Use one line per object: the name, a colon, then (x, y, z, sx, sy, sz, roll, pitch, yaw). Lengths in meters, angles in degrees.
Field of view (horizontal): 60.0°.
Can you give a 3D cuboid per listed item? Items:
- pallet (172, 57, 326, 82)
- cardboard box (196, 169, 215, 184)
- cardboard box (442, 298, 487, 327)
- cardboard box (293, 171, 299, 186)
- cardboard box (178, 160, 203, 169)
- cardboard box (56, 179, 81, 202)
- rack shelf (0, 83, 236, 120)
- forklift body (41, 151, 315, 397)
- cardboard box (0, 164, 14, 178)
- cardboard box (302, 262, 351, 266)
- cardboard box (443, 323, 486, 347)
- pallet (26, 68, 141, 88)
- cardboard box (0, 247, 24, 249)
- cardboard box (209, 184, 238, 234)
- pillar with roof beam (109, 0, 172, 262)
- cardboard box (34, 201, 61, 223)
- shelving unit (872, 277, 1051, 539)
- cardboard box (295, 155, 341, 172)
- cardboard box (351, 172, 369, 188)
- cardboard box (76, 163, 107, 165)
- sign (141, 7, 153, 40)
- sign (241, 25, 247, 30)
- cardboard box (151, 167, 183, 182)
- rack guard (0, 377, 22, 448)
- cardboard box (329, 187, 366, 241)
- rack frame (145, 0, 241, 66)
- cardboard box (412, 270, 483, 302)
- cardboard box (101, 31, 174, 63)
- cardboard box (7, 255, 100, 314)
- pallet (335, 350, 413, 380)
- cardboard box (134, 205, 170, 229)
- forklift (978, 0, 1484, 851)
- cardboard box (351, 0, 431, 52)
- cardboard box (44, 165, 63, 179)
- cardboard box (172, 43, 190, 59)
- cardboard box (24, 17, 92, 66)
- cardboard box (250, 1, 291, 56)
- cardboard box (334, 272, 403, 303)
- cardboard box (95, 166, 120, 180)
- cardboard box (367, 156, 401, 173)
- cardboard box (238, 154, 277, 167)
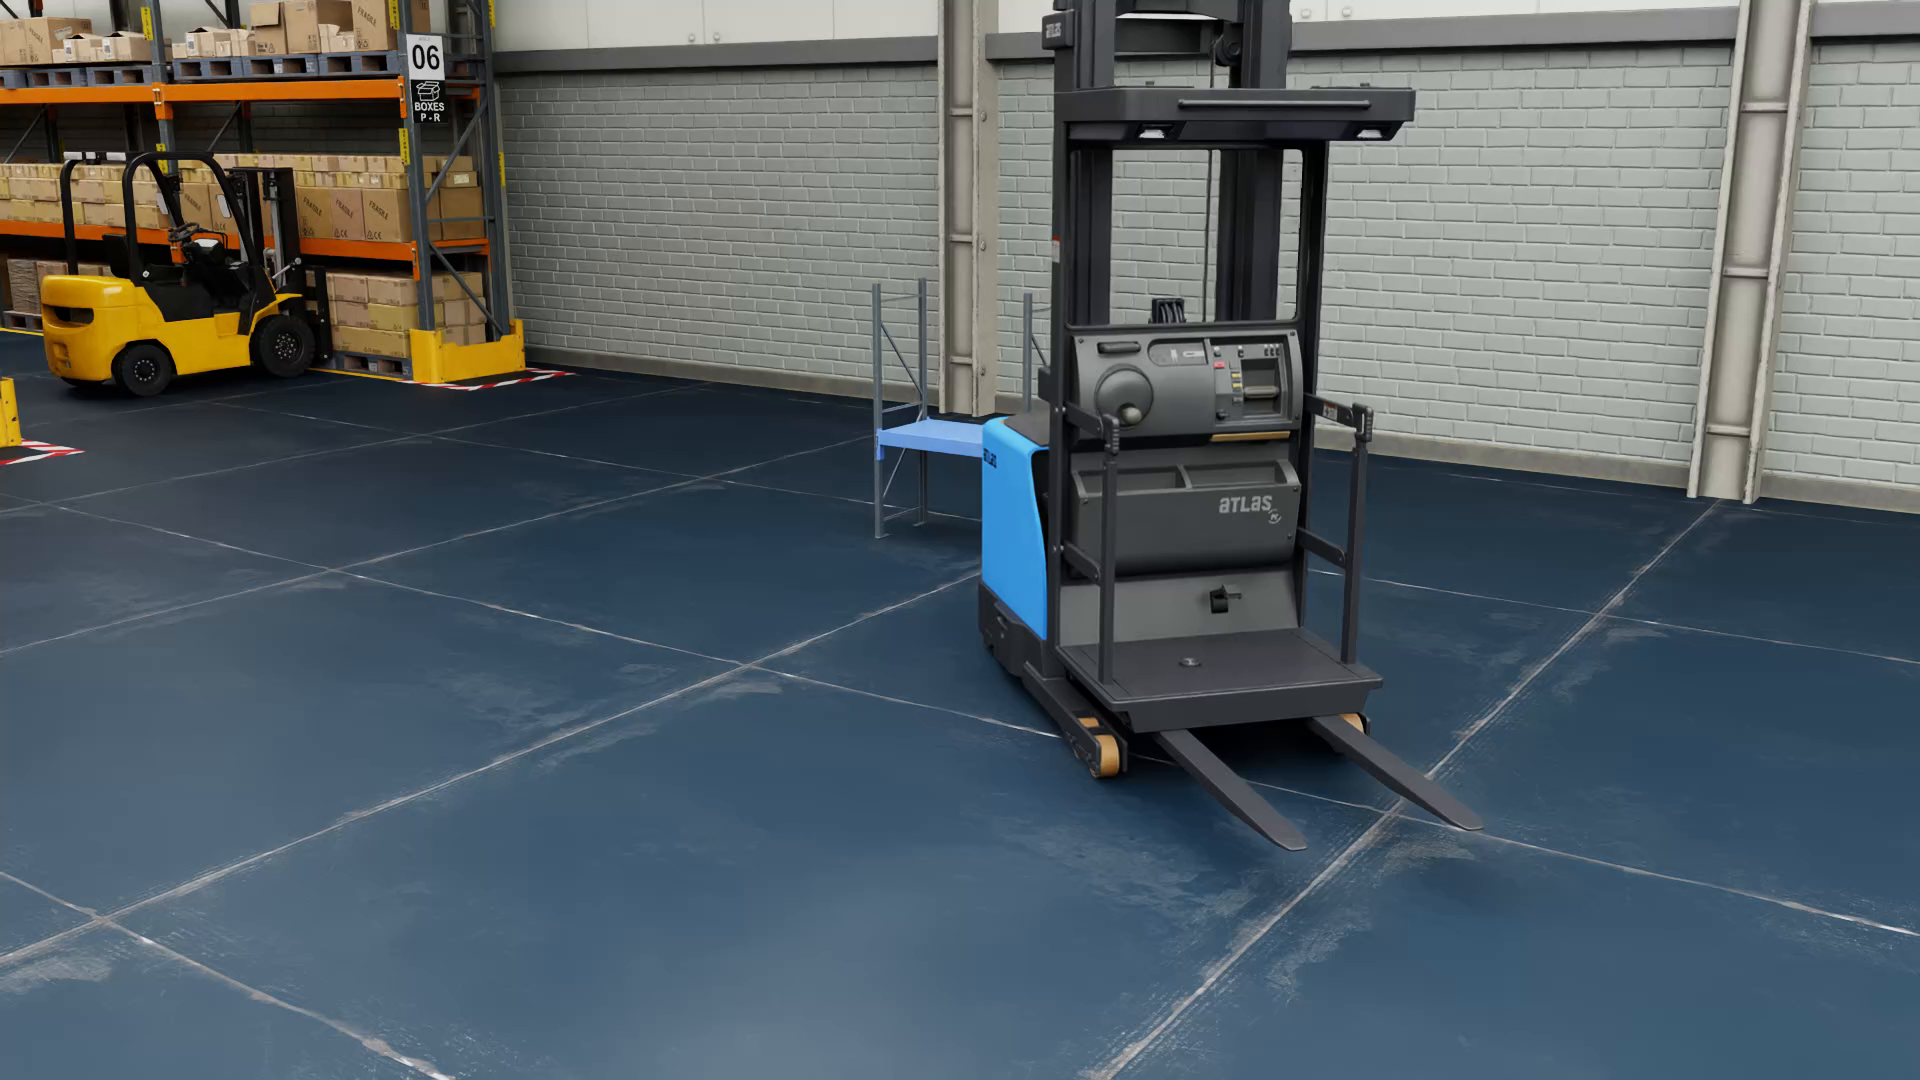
pallet: (-7.434, -4.922, 17.405, 1.213, 0.211, 1.003, 9, 17, 33)
cardboard box: (-7.823, -3.852, 17.582, 0.250, 0.149, 0.380, 10, 17, 34)
cardboard box: (-5.112, -2.298, 16.671, 0.500, 0.250, 0.500, 10, 17, 34)
cardboard box: (-6.516, -3.654, 16.784, 0.250, 0.149, 0.380, 9, 17, 32)
cardboard box: (-8.058, -4.024, 17.659, 0.250, 0.149, 0.380, 10, 17, 34)
cardboard box: (-9.967, -4.011, 19.057, 0.500, 0.250, 0.500, 9, 17, 34)
rack shelf: (-9.816, -4.993, 19.006, 4.000, 0.370, 1.077, 9, 17, 33)
forklift body: (-7.429, -2.560, 15.689, 1.214, 2.155, 2.313, 9, 17, 33)
cardboard box: (-11.153, -4.381, 19.720, 0.250, 0.149, 0.380, 10, 17, 34)
cardboard box: (-6.799, -2.810, 17.698, 0.500, 0.250, 0.500, 9, 17, 33)
cardboard box: (-5.136, -2.055, 16.733, 0.500, 0.250, 0.500, 9, 17, 33)
pallet: (-9.933, -5.296, 19.126, 1.213, 0.211, 1.003, 10, 17, 35)
cardboard box: (-12.365, -3.705, 21.526, 0.250, 0.149, 0.380, 8, 16, 30)
cardboard box: (-7.493, -3.488, 17.464, 0.500, 0.500, 0.500, 10, 17, 34)
pillar with roof beam: (-12.293, -6.213, 16.194, 0.400, 9.000, 9.100, 9, 17, 33)
cardboard box: (-10.398, -3.837, 19.394, 0.500, 0.250, 0.500, 9, 16, 31)
shelving unit: (0.071, -0.717, 9.597, 1.048, 1.500, 0.538, 9, 17, 33)
cardboard box: (-6.367, -3.746, 16.538, 0.250, 0.149, 0.380, 10, 17, 34)
cardboard box: (-5.691, -3.511, 16.206, 0.250, 0.149, 0.380, 10, 17, 34)
cardboard box: (-10.390, -4.436, 19.942, 0.250, 0.149, 0.380, 9, 16, 32)
sign: (-8.451, -5.368, 17.293, 0.005, 0.325, 0.100, 9, 17, 33)
sign: (-7.848, -5.474, 18.212, 0.005, 0.325, 0.100, 9, 17, 33)
cardboard box: (-8.564, -3.983, 18.112, 0.250, 0.149, 0.380, 10, 17, 35)
rack guard: (-7.668, -0.888, 12.370, 0.348, 0.500, 1.175, 9, 17, 33)
cardboard box: (-5.818, -3.215, 16.361, 0.500, 0.500, 0.500, 10, 17, 35)
rack frame: (-8.157, -6.530, 17.475, 0.127, 3.000, 1.000, 9, 17, 33)
cardboard box: (-5.131, -2.538, 16.602, 0.500, 0.250, 0.500, 9, 16, 32)
cardboard box: (-8.893, -5.332, 17.980, 0.500, 0.311, 0.500, 9, 16, 31)
cardboard box: (-10.966, -3.119, 20.249, 0.625, 0.625, 0.875, 10, 17, 35)
pallet: (-5.495, -1.822, 16.745, 1.213, 0.211, 1.003, 9, 17, 33)
cardboard box: (-8.721, -3.561, 18.276, 0.500, 0.250, 0.500, 10, 17, 34)
forklift: (0.951, -0.633, 6.280, 1.130, 2.935, 3.031, -4, 14, -14)
cardboard box: (-5.341, -4.849, 15.638, 0.500, 0.500, 0.500, 10, 17, 35)
cardboard box: (-10.299, -4.245, 19.172, 0.250, 0.149, 0.380, 10, 17, 34)
cardboard box: (-7.954, -5.084, 17.316, 0.250, 0.149, 0.380, 10, 17, 34)
cardboard box: (-10.166, -5.629, 18.788, 0.500, 0.500, 0.500, 10, 17, 34)
cardboard box: (-6.599, -5.094, 16.620, 0.637, 0.503, 0.797, 10, 17, 35)
cardboard box: (-5.821, -2.503, 16.459, 0.500, 0.250, 0.500, 10, 17, 34)
cardboard box: (-9.436, -4.114, 18.641, 0.250, 0.149, 0.380, 9, 16, 31)
cardboard box: (-5.474, -3.622, 16.036, 0.250, 0.149, 0.380, 9, 17, 33)
cardboard box: (-7.187, -3.890, 17.118, 0.250, 0.149, 0.380, 9, 16, 32)
